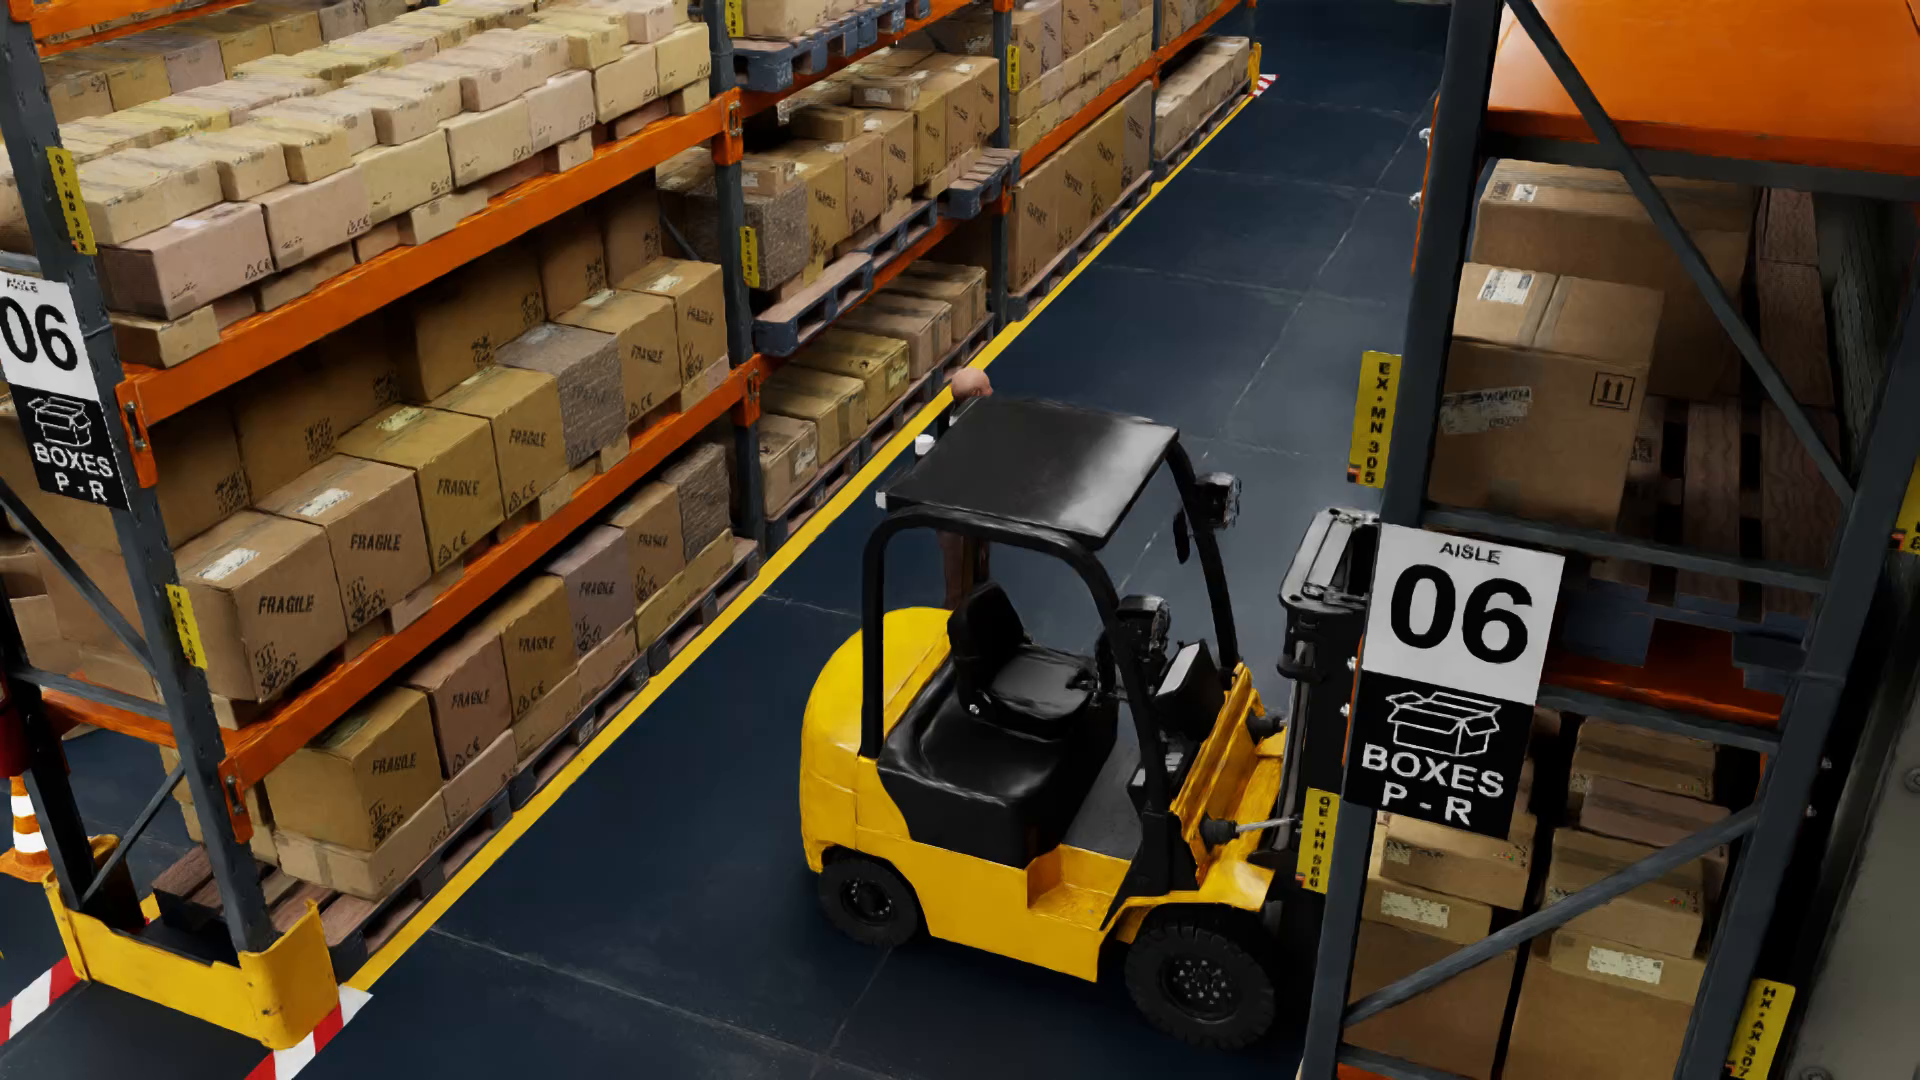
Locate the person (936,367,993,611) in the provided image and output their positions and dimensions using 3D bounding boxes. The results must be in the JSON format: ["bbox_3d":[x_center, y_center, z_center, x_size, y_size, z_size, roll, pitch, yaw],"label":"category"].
[{"bbox_3d":[0.091,-0.082,8.513,0.470,1.730,0.588,-1,29,-2],"label":"person"}]
